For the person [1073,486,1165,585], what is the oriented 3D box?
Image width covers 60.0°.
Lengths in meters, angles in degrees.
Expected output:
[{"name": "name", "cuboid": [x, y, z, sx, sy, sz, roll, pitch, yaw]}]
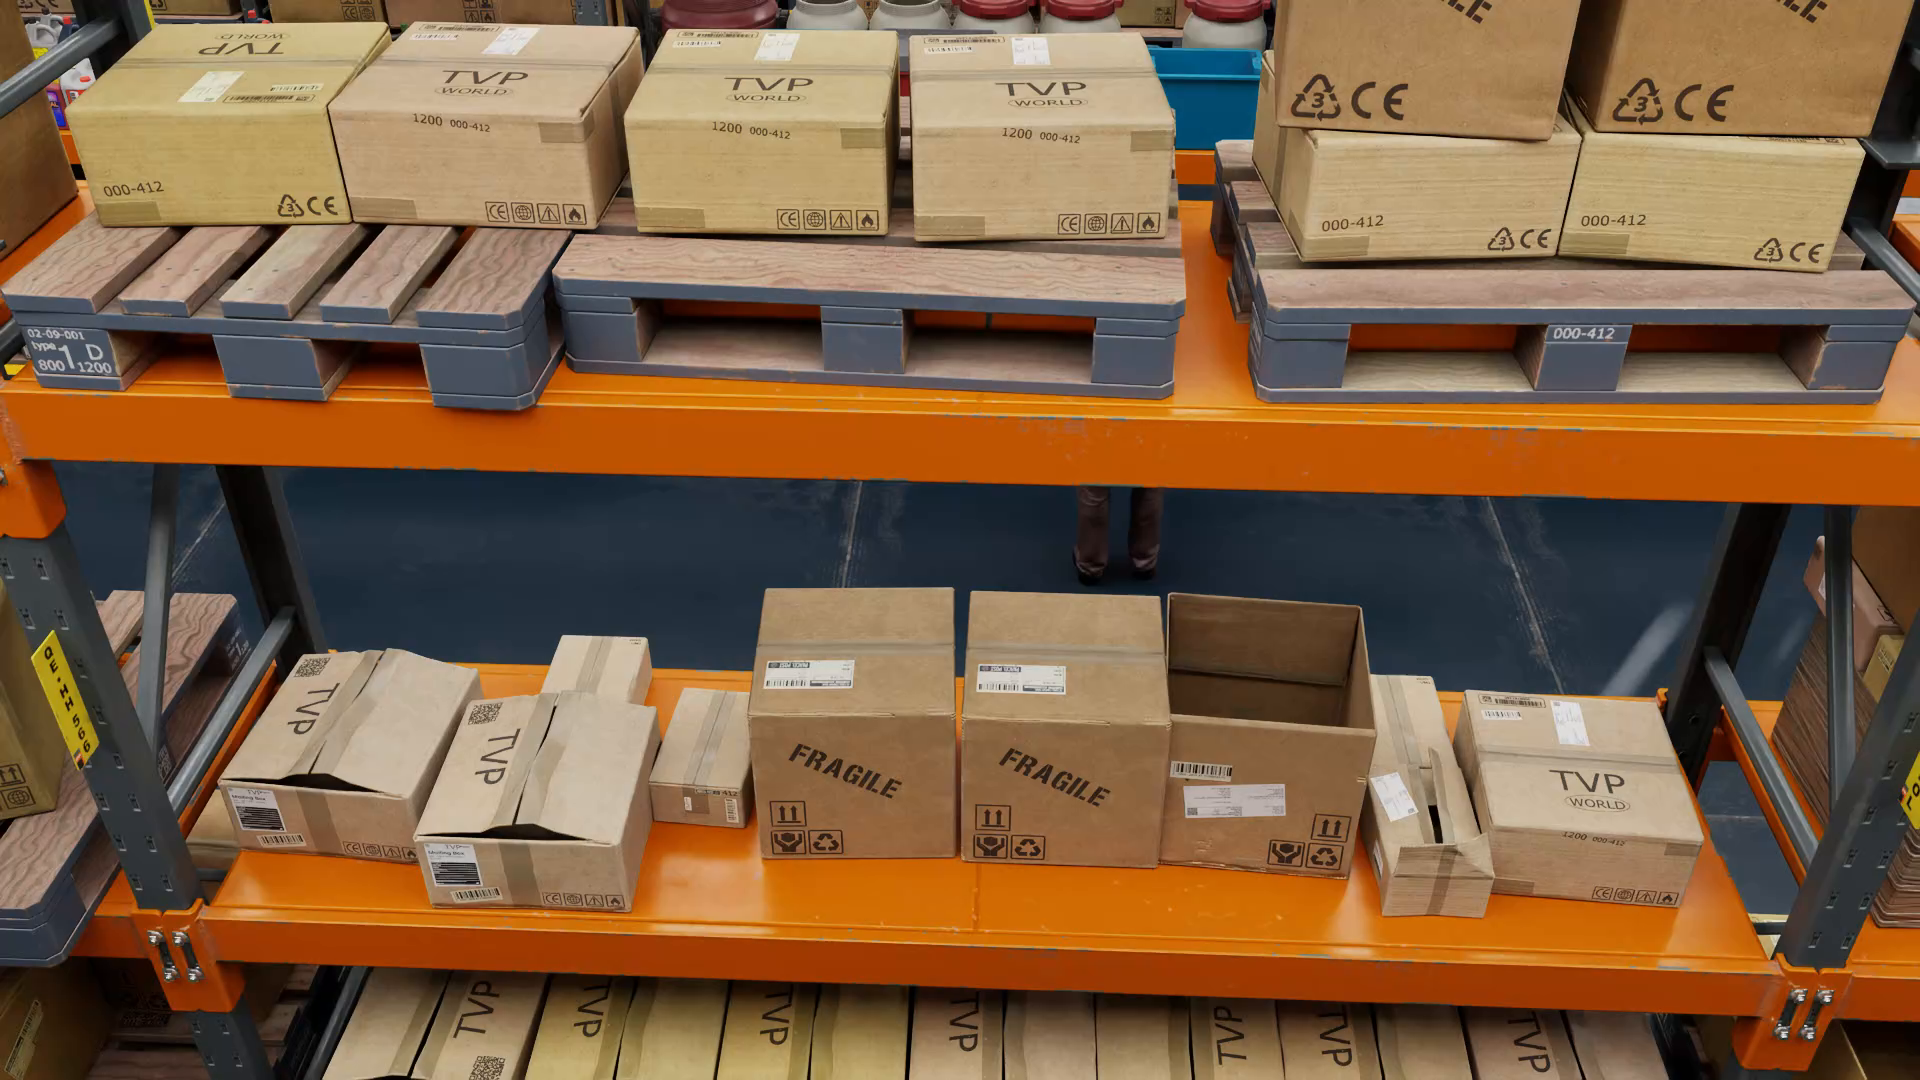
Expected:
[{"name": "person", "cuboid": [0.689, -0.606, 7.025, 0.495, 1.717, 0.554, 2, 35, 2]}]
